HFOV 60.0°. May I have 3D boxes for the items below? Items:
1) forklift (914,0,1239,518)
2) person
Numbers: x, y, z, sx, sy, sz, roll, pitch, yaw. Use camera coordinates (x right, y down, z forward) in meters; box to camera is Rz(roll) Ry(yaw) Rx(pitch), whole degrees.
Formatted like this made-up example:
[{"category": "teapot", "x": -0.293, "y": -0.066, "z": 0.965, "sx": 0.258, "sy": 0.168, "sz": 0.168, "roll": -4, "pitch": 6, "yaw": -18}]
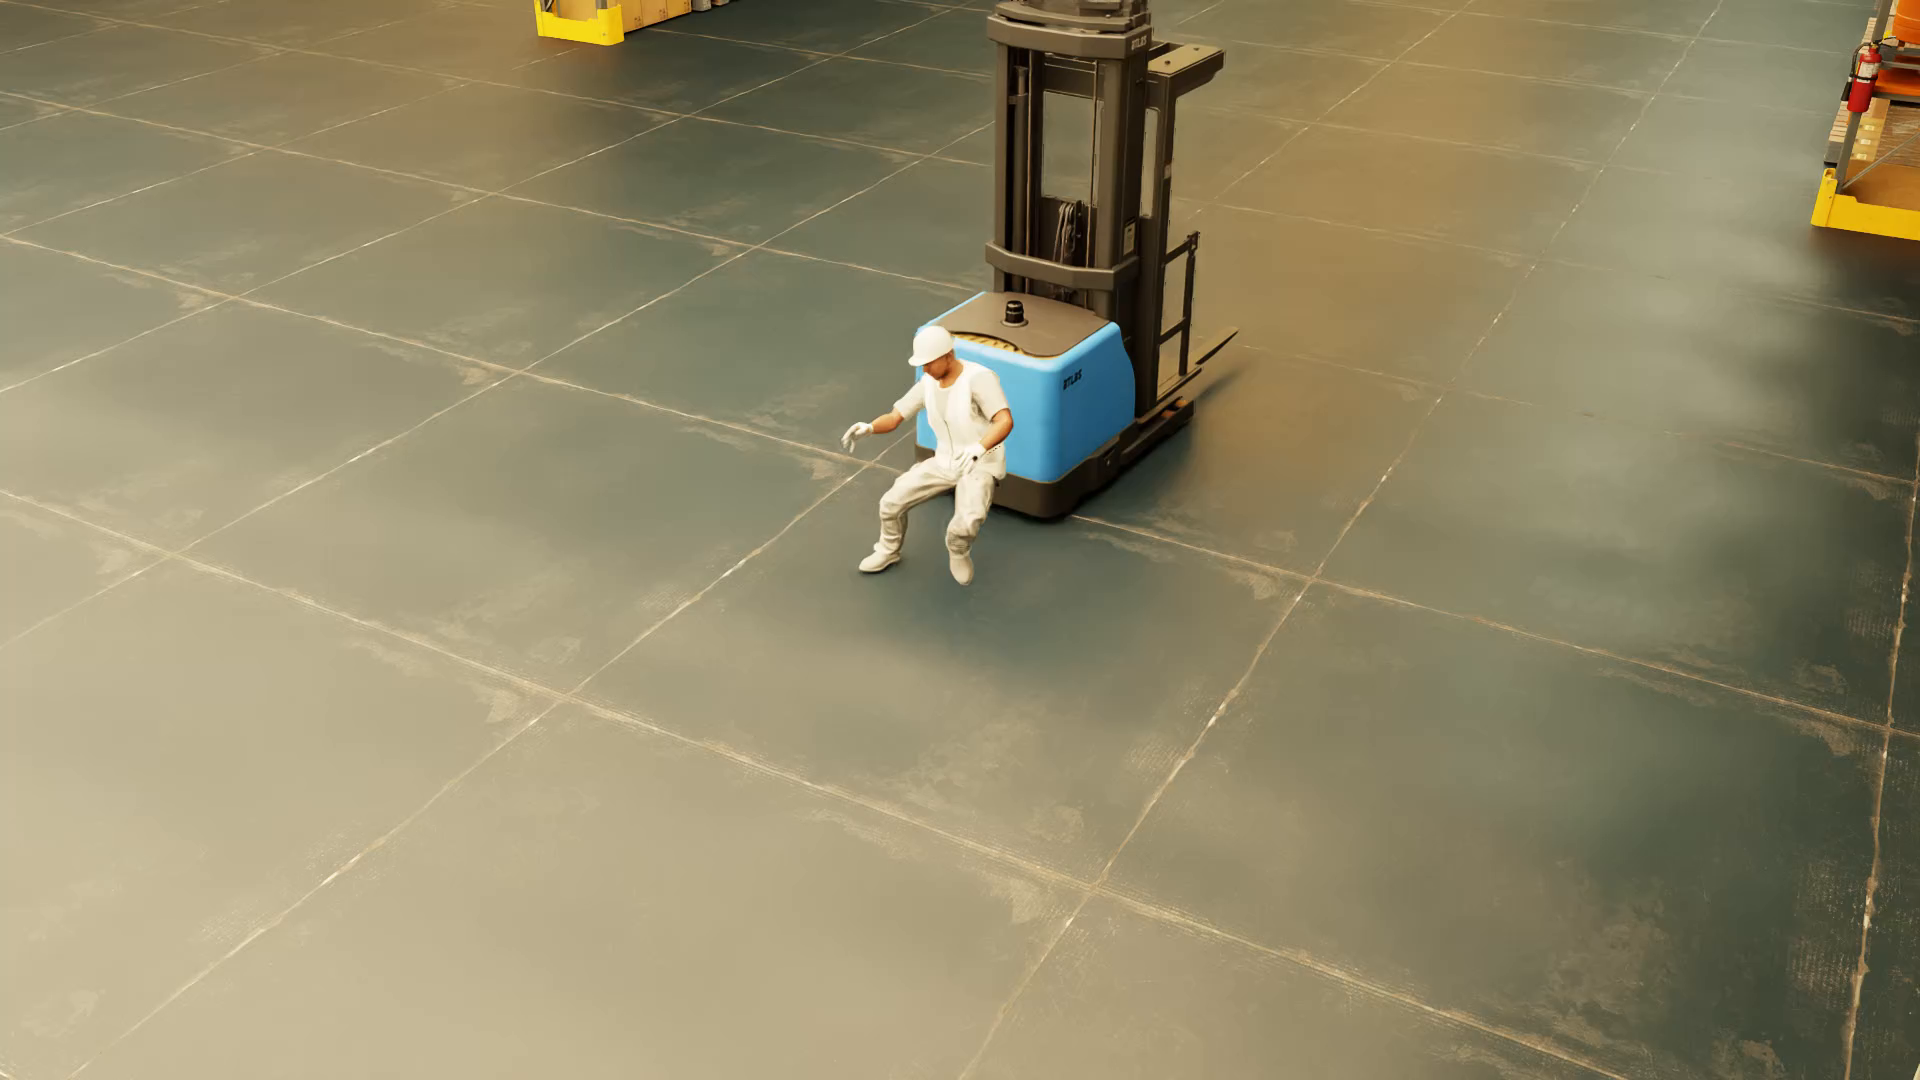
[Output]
[{"category": "forklift", "x": 0.943, "y": -2.097, "z": 10.704, "sx": 1.130, "sy": 2.935, "sz": 3.031, "roll": 18, "pitch": 35, "yaw": 28}, {"category": "person", "x": -0.165, "y": -0.394, "z": 9.153, "sx": 0.911, "sy": 1.540, "sz": 0.832, "roll": 25, "pitch": 38, "yaw": 37}]
